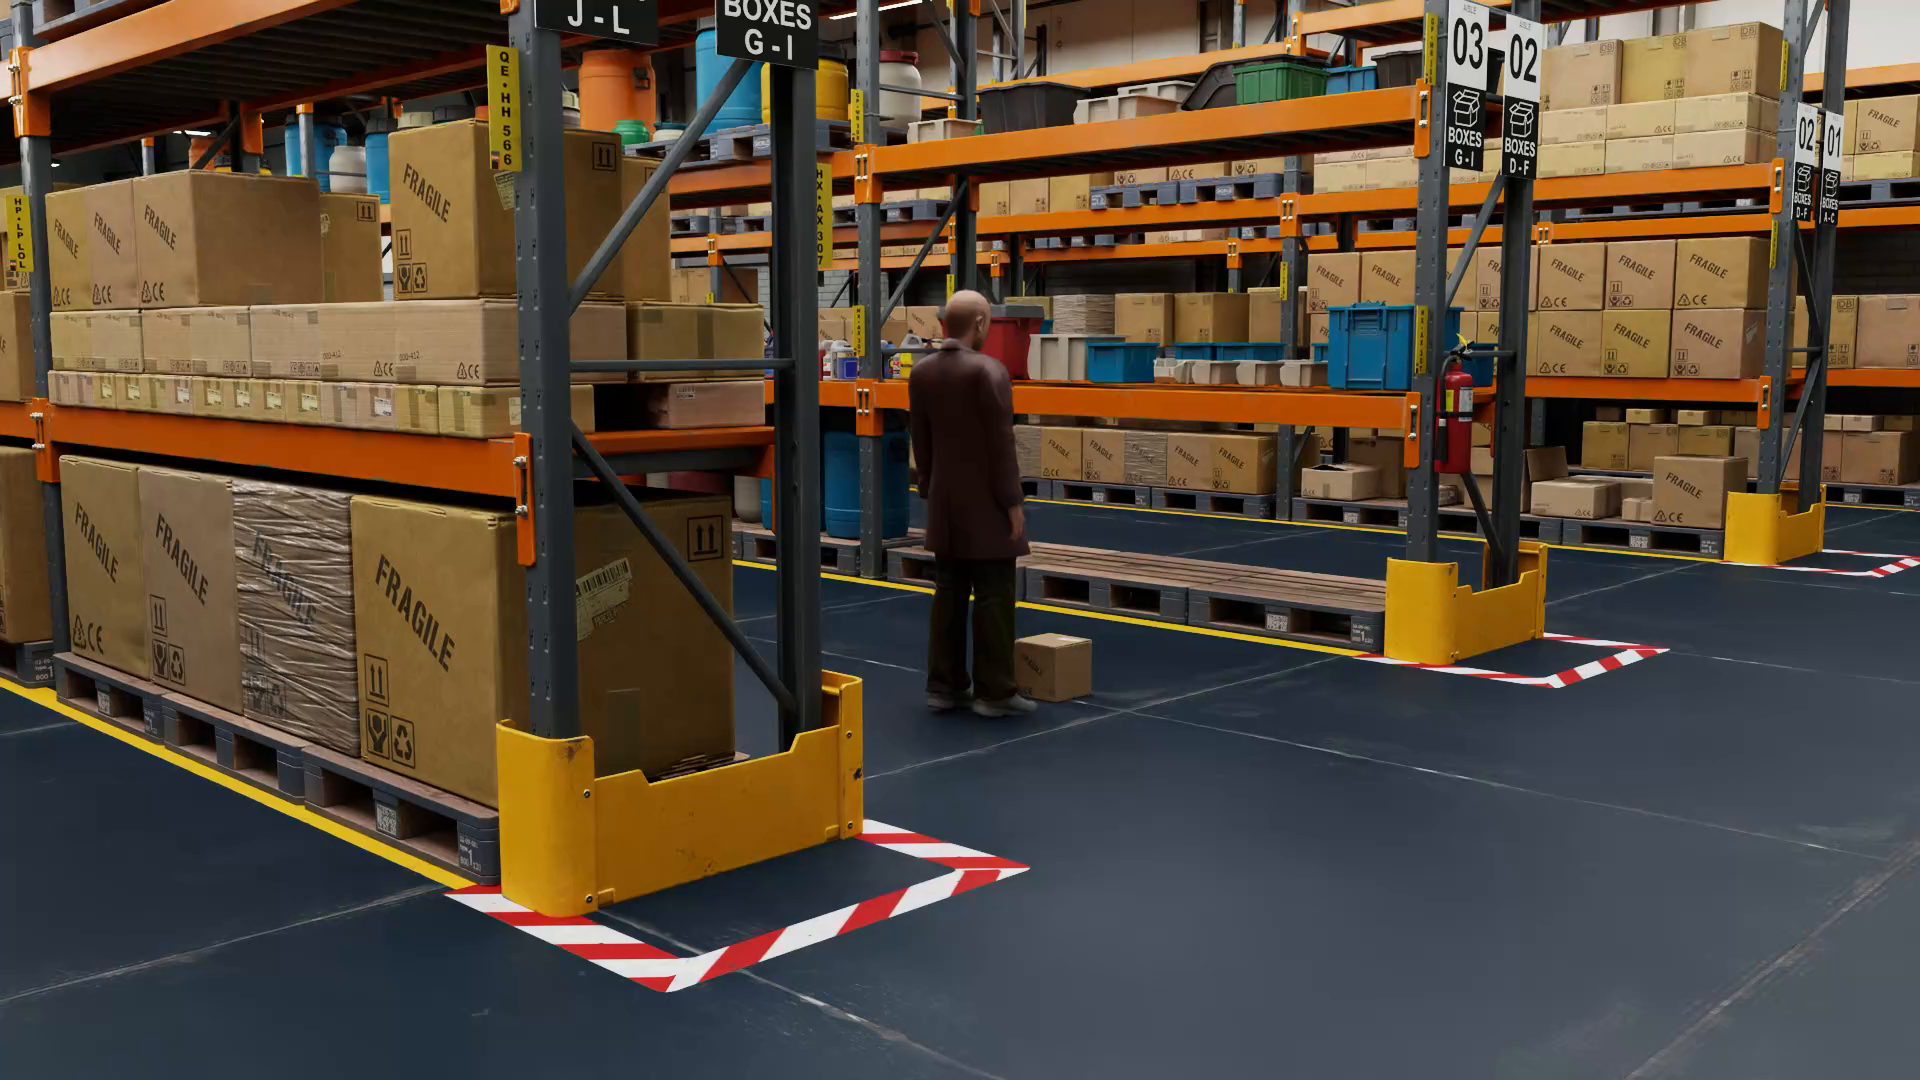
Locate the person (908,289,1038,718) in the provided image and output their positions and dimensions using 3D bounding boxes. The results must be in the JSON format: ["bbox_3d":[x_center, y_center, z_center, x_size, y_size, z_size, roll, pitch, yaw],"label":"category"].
[{"bbox_3d":[0.079,-0.043,7.045,0.602,1.614,0.454,7,10,44],"label":"person"}]
